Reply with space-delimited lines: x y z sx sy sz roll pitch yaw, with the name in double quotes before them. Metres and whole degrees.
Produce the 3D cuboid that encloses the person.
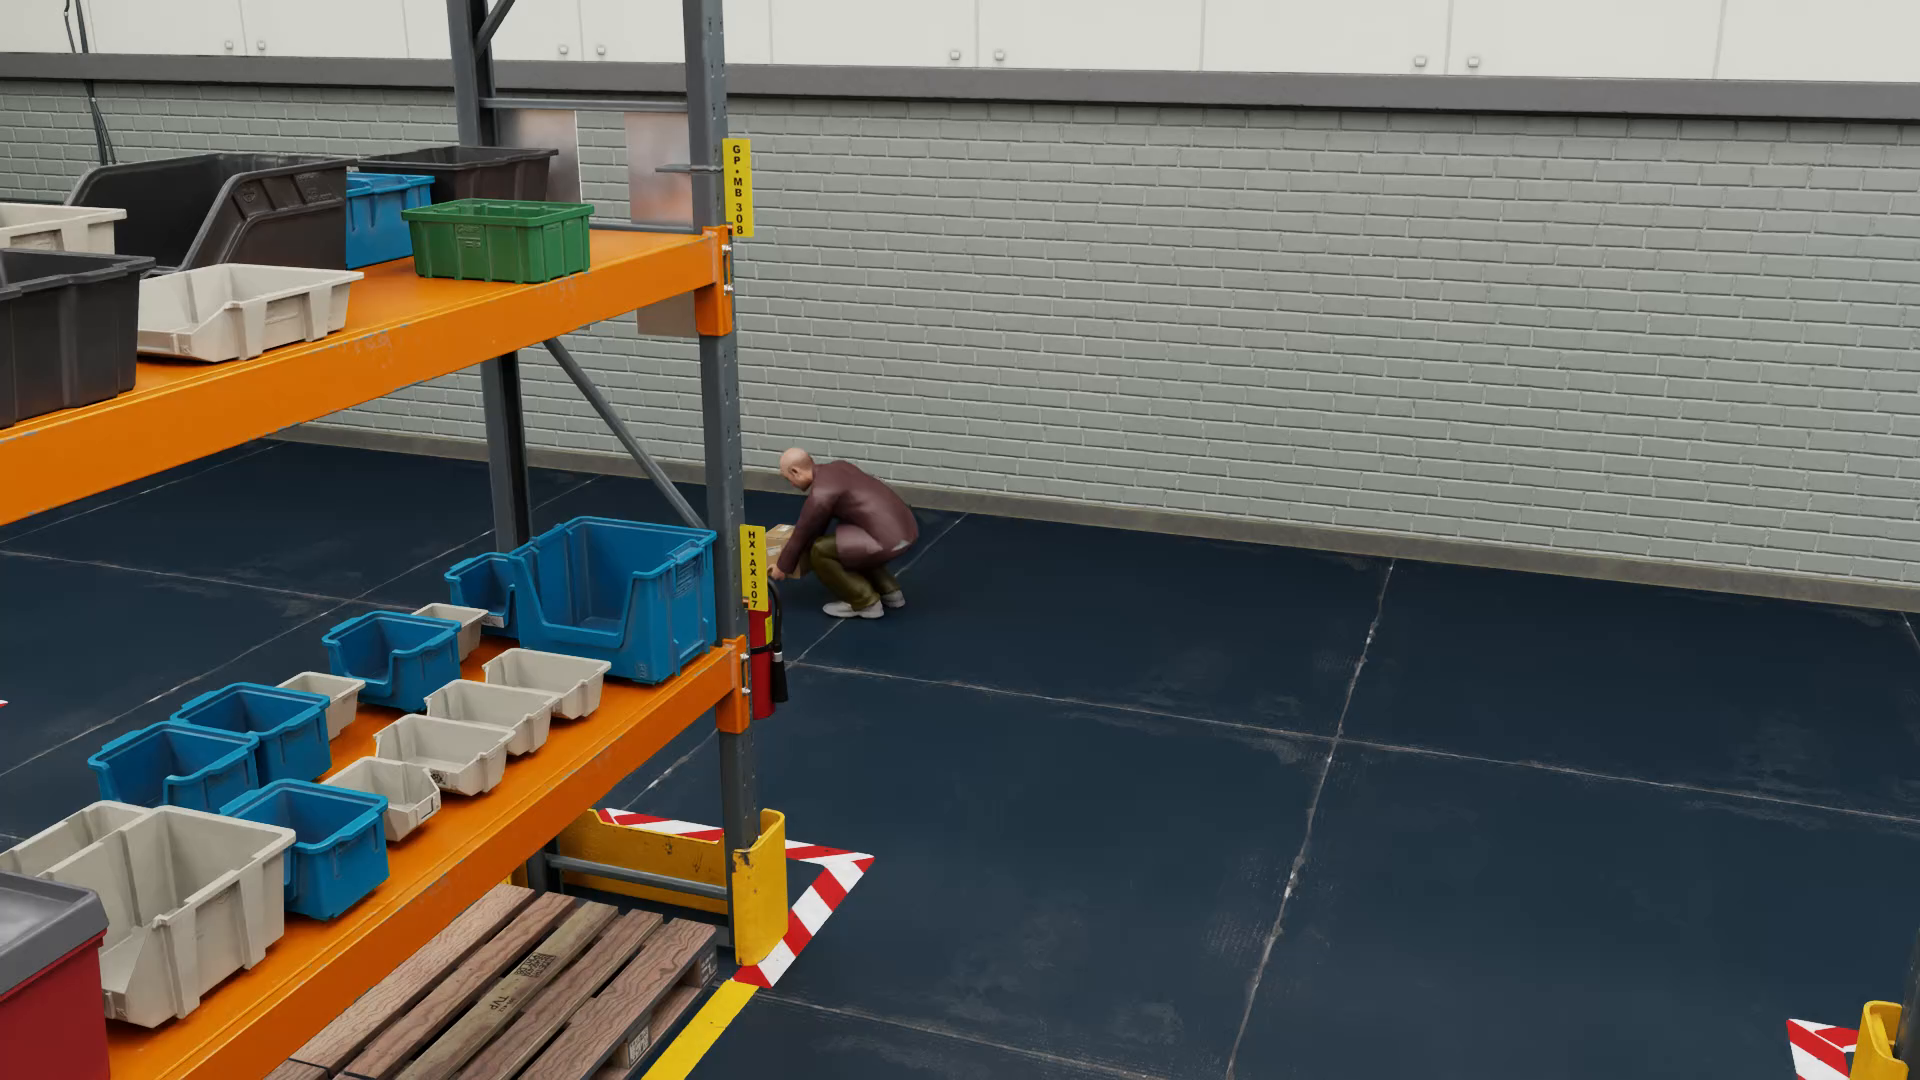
"person" -0.704 -0.060 10.002 0.928 1.004 0.578 6 19 17
